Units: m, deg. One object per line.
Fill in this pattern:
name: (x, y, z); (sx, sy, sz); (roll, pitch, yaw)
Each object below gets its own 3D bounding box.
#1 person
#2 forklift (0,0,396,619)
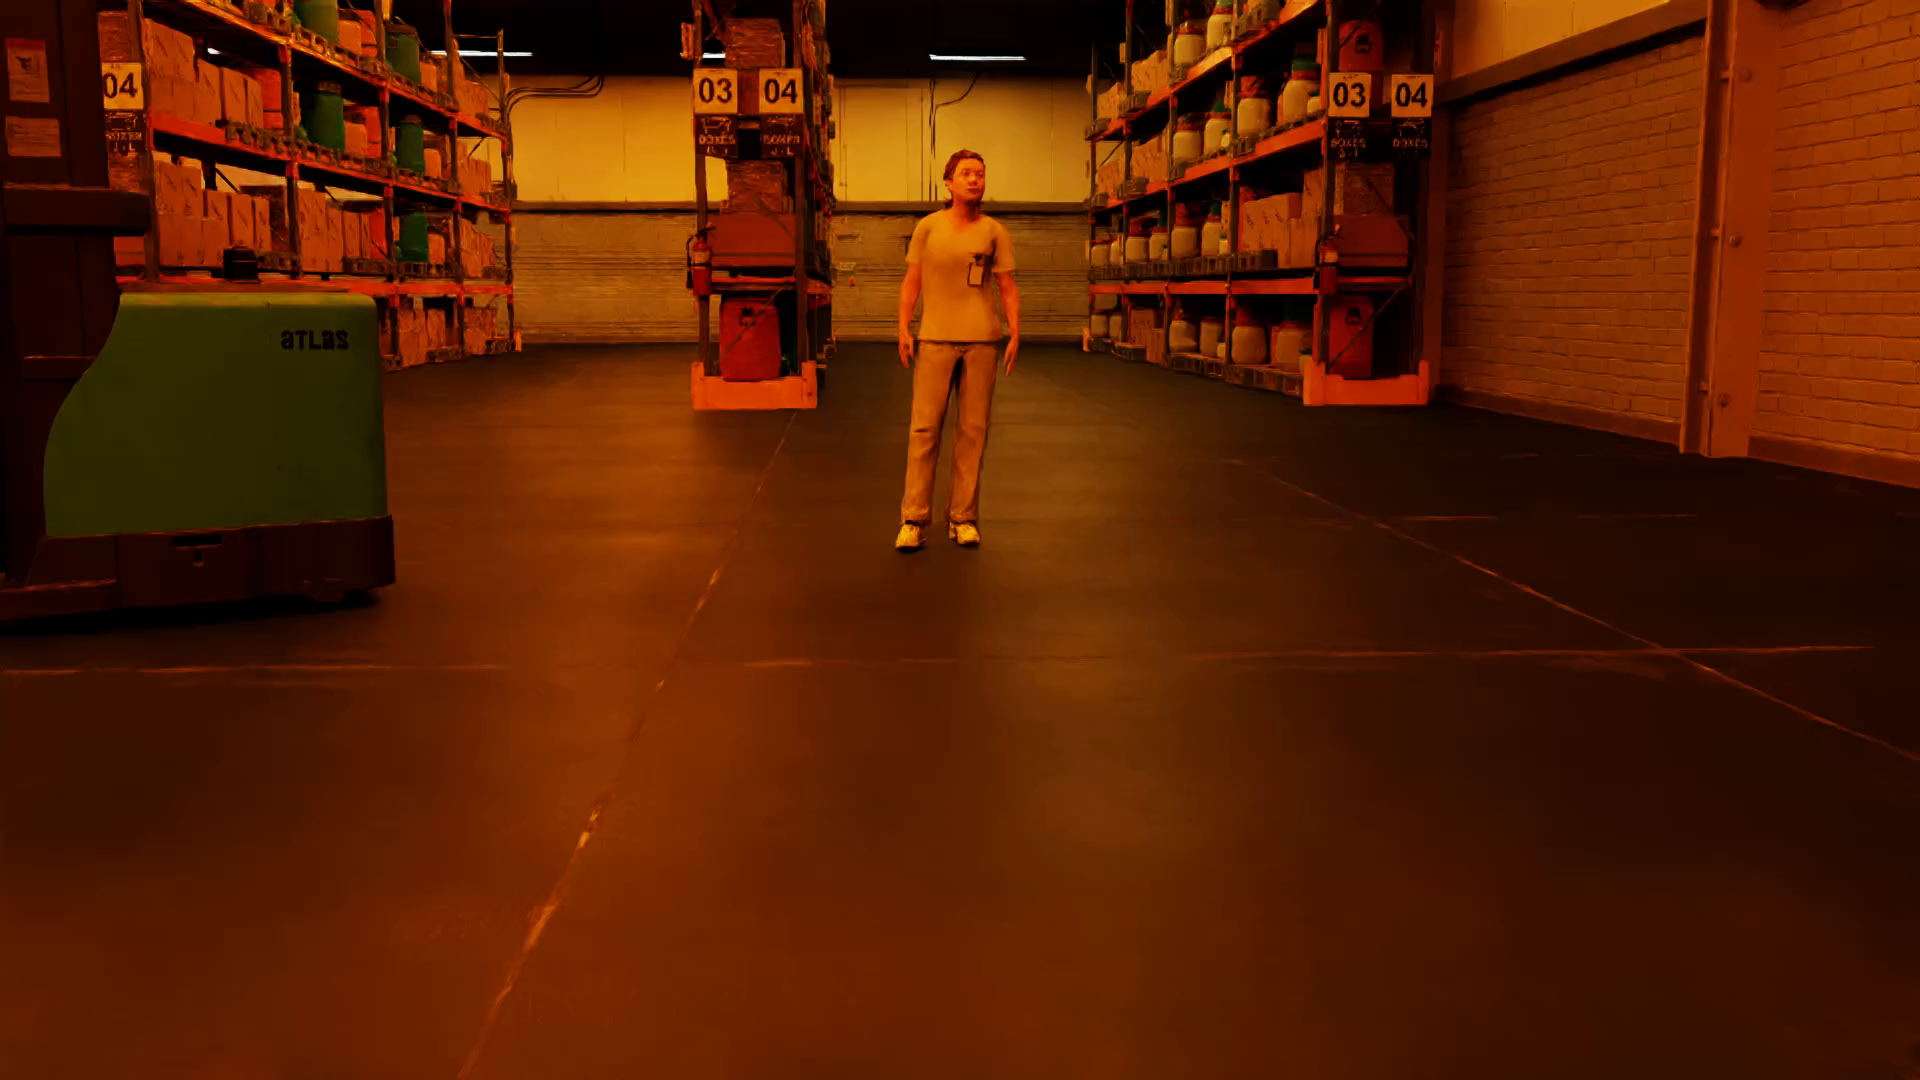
person: (-0.009, -0.825, 7.112); (0.550, 1.674, 0.548); (-1, 8, -4)
forklift: (-3.520, -1.183, 5.297); (3.031, 2.935, 1.130); (-5, 10, -28)
